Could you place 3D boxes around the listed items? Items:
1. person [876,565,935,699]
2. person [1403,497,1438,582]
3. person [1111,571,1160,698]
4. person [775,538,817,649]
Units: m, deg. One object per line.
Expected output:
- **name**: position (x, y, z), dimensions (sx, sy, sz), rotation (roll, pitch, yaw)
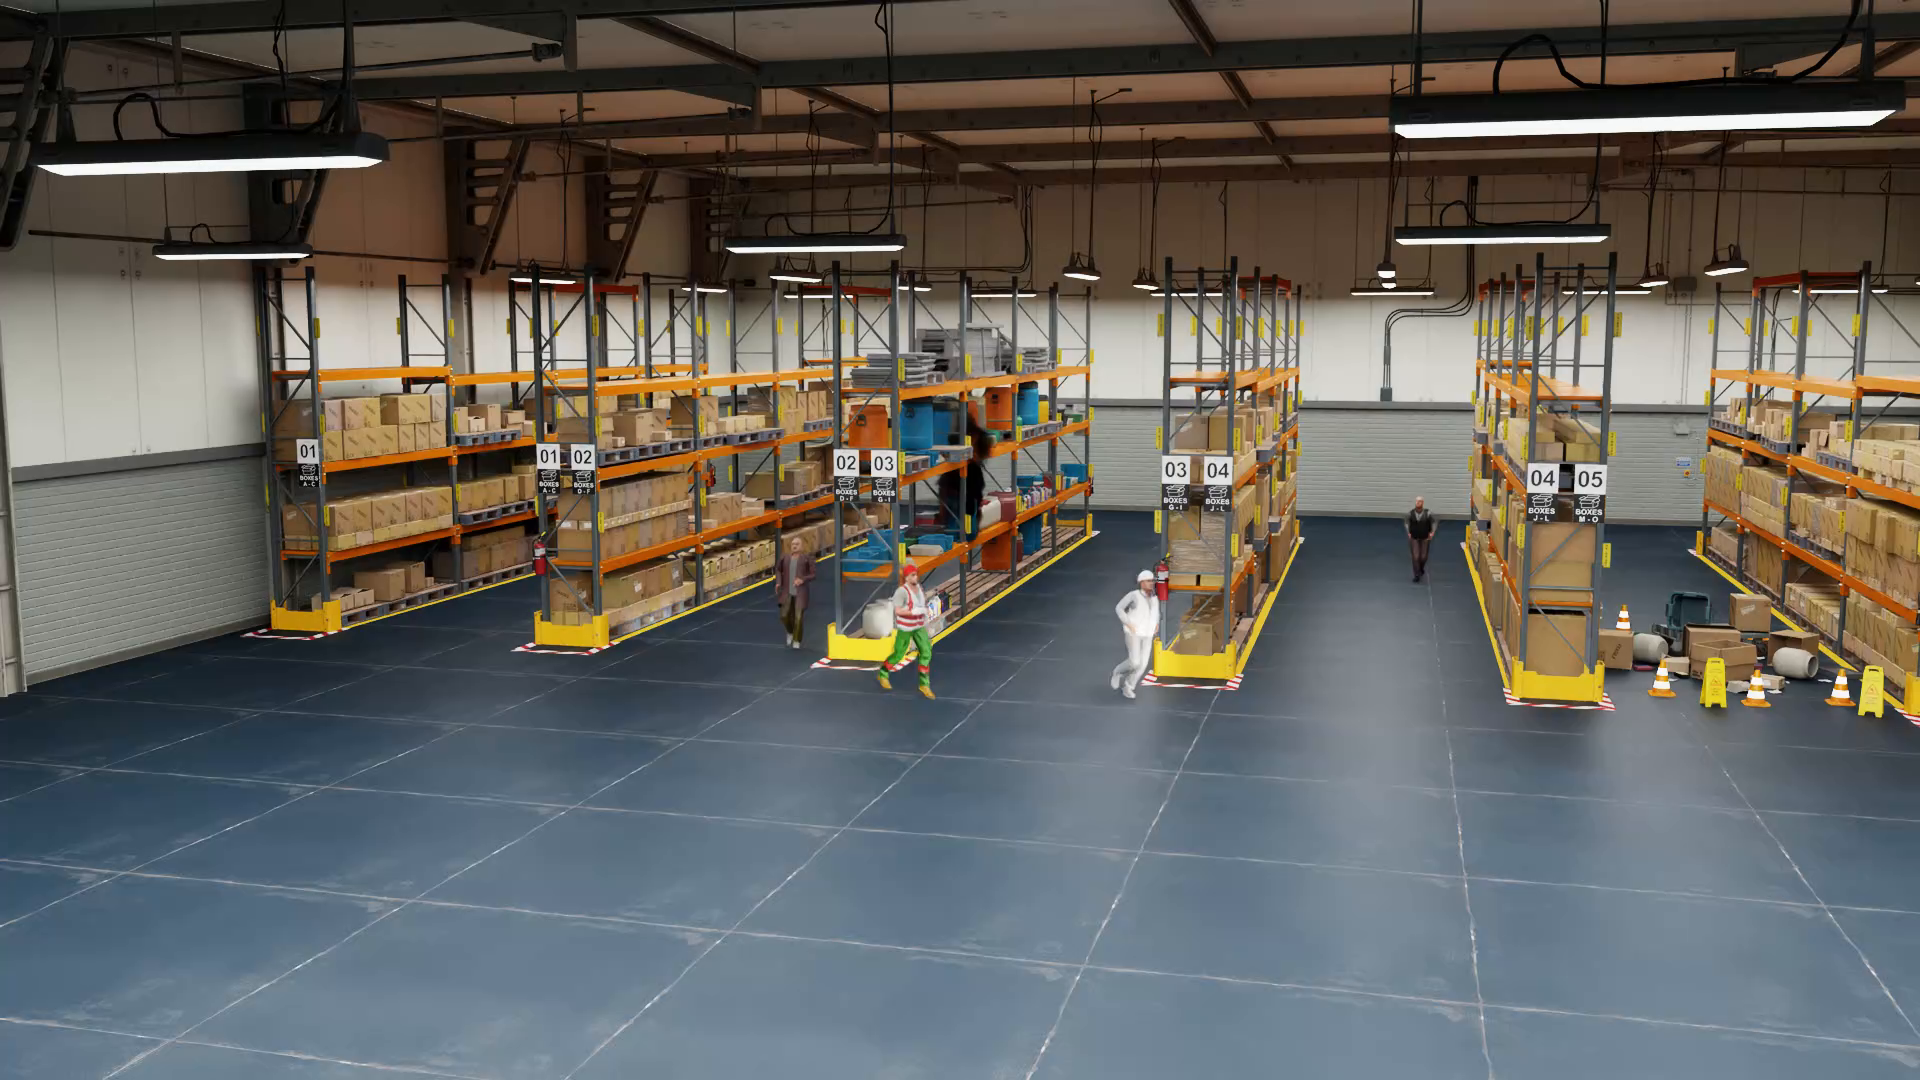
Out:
- **person**: position (-0.715, 1.231, 22.786), dimensions (0.675, 1.827, 0.933), rotation (-7, 10, -44)
- **person**: position (9.133, -0.014, 33.056), dimensions (0.666, 1.687, 0.528), rotation (3, 8, 20)
- **person**: position (2.463, 1.274, 22.829), dimensions (0.696, 1.733, 0.572), rotation (-4, 8, -30)
- **person**: position (-2.596, 0.837, 25.959), dimensions (0.691, 1.727, 0.618), rotation (1, 7, 7)
